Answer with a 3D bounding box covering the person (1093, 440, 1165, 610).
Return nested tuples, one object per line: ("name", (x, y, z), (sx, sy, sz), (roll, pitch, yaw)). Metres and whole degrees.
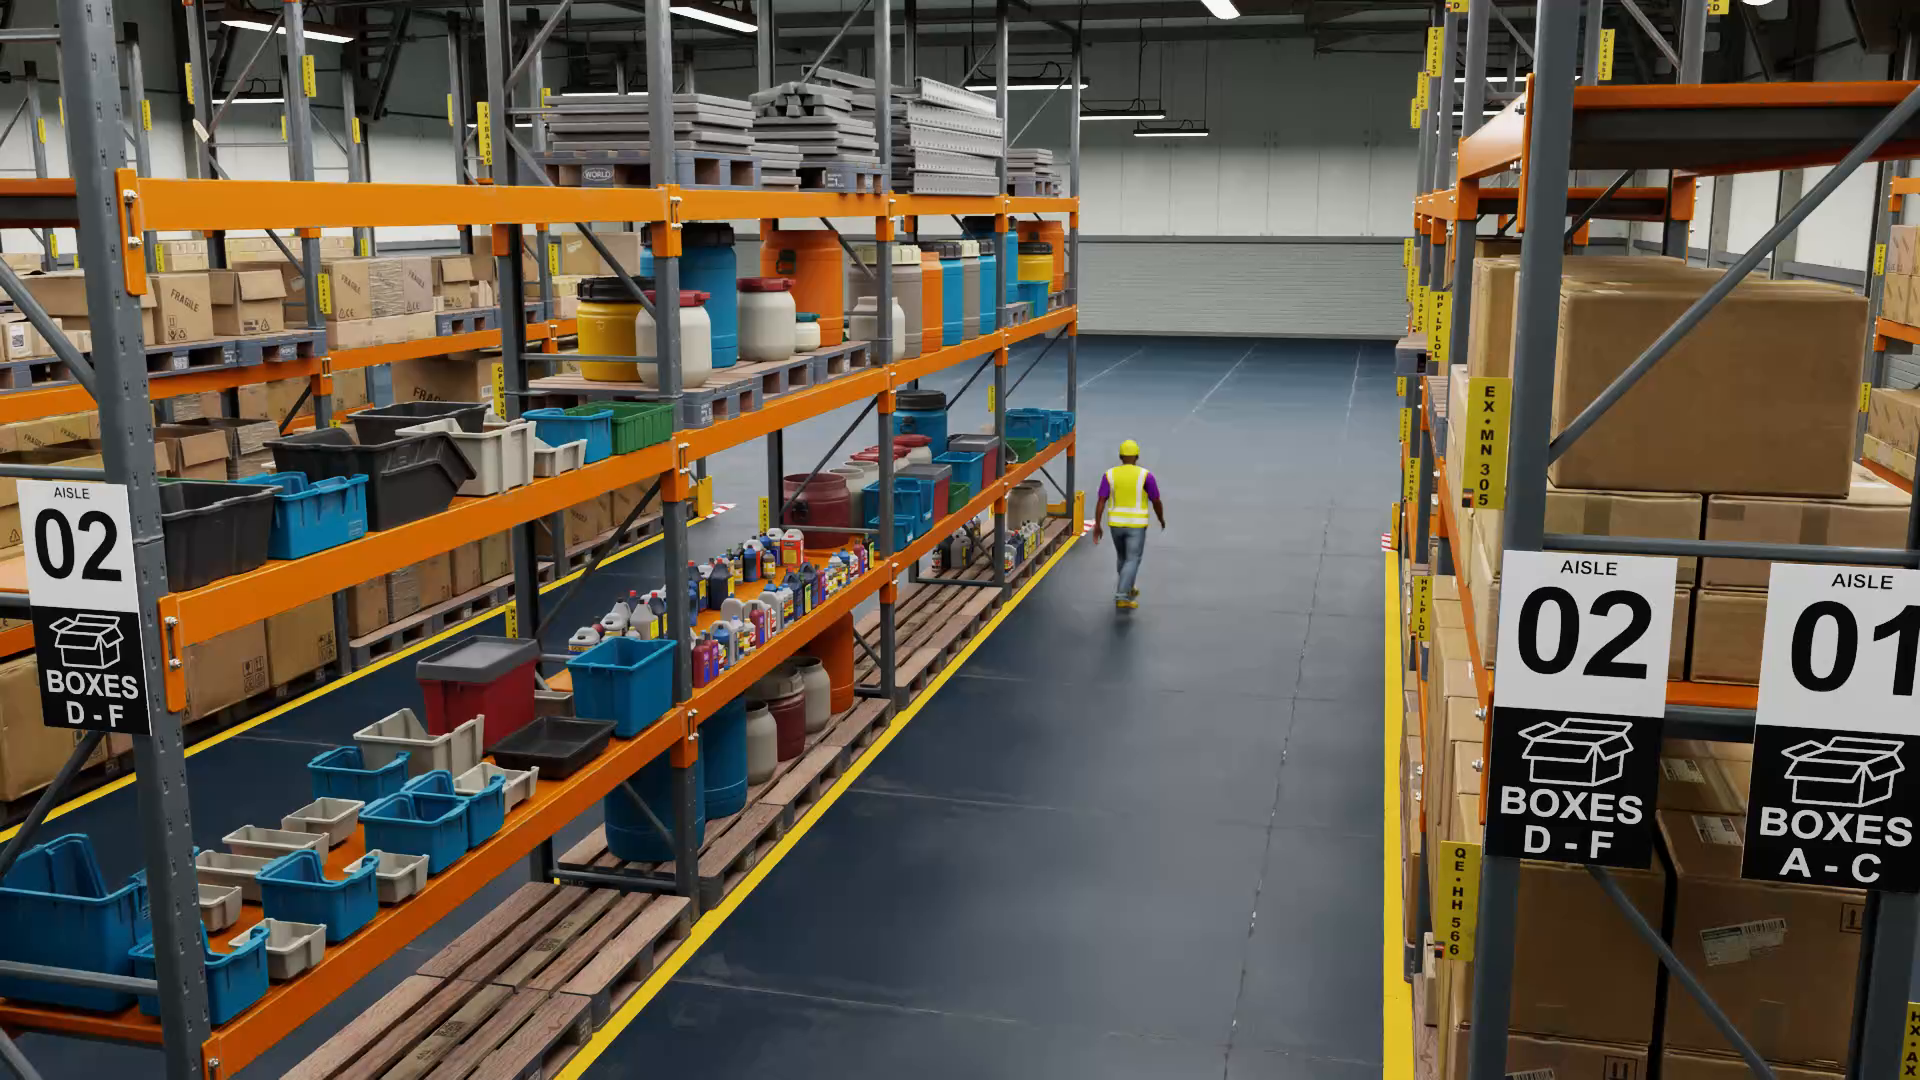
("person", (1.696, -0.158, 16.777), (0.627, 1.691, 1.150), (5, 12, 22))
